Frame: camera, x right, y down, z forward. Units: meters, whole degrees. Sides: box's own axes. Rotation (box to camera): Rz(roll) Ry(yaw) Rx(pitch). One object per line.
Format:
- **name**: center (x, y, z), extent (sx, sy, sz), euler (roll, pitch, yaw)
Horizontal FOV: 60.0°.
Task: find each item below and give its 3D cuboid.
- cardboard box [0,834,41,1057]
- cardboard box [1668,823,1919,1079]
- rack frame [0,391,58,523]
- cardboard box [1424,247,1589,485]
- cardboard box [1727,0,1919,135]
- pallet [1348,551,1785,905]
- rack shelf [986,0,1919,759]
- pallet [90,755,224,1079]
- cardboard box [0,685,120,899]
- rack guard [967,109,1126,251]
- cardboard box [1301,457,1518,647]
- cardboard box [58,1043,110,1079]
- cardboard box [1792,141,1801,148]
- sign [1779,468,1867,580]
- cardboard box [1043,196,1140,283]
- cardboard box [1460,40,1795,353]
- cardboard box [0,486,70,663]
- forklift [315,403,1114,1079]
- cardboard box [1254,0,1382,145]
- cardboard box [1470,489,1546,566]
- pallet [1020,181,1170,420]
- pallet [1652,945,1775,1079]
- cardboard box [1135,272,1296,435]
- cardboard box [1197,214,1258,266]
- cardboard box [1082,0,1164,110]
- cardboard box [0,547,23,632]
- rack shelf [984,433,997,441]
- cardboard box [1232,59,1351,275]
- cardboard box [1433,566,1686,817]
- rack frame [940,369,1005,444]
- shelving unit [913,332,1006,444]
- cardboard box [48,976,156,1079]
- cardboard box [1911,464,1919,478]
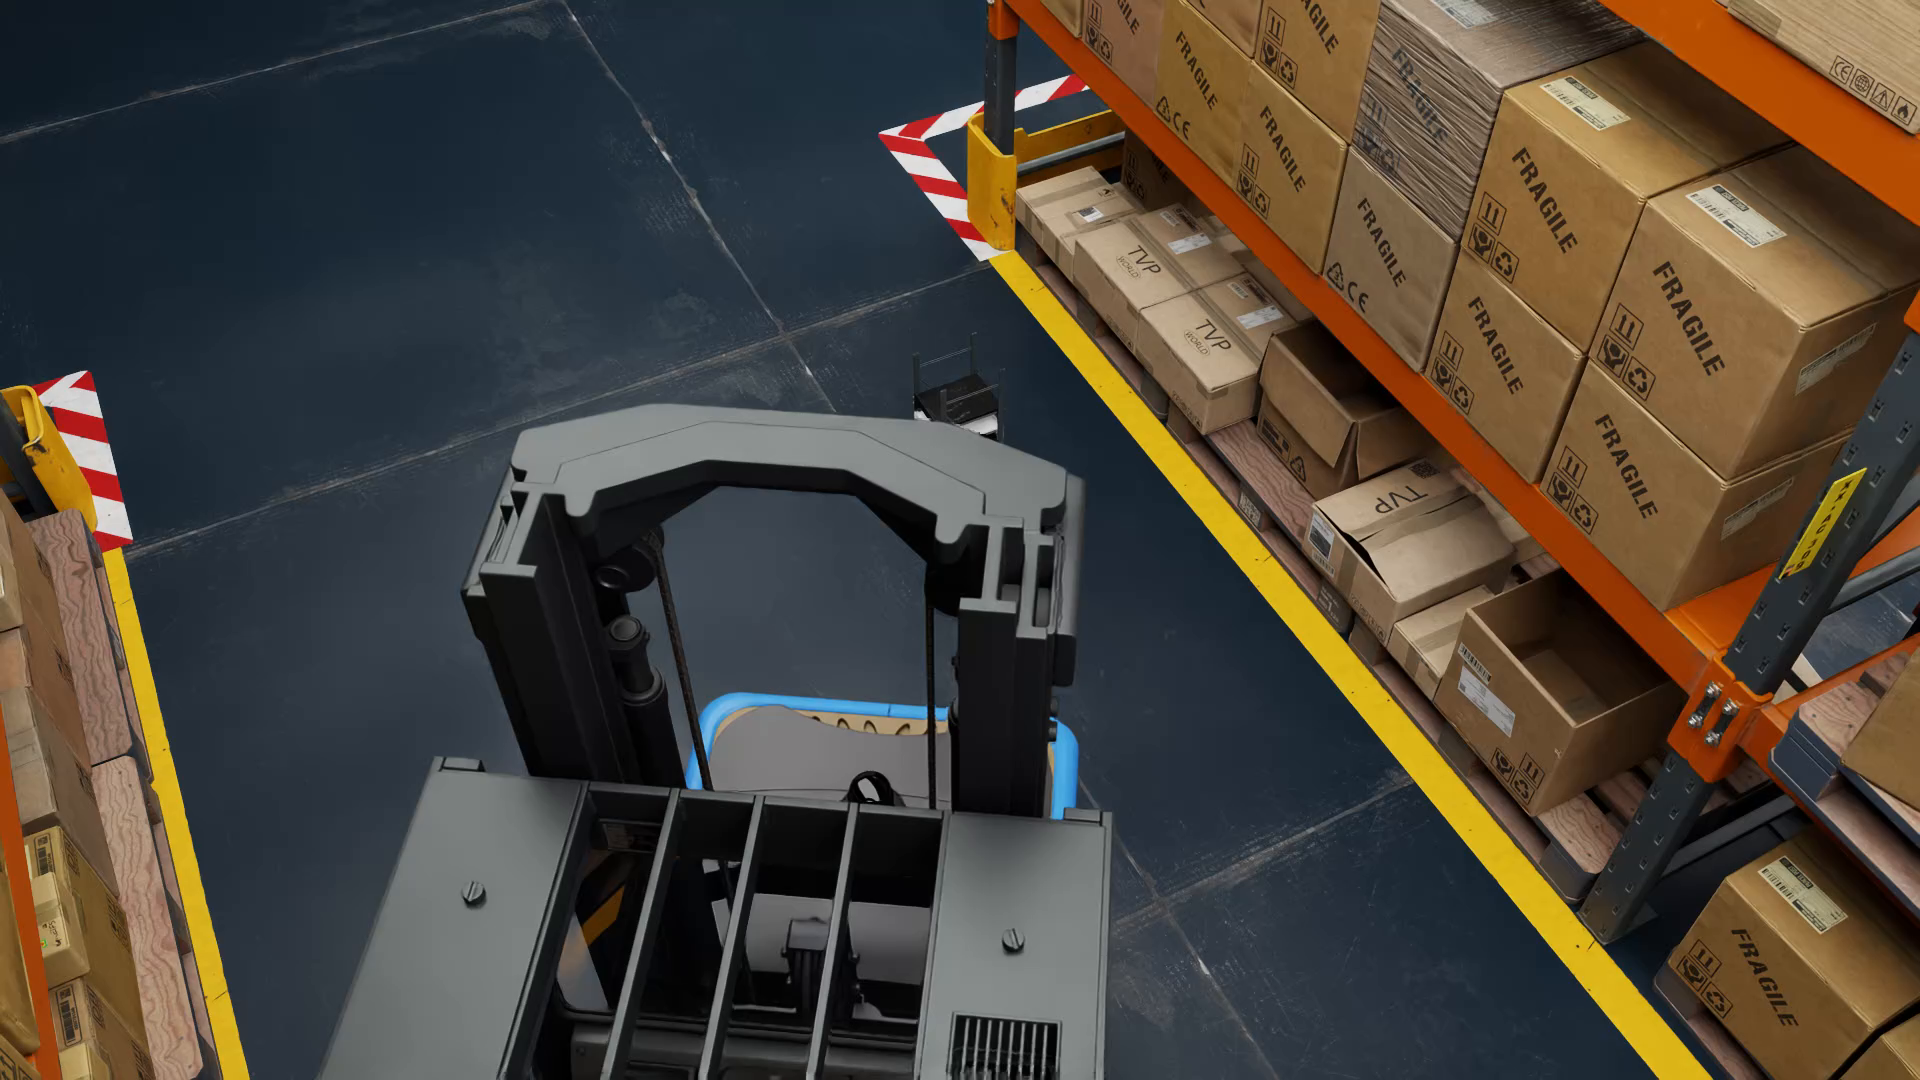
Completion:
- **cardboard box**: center (-2.562, 0.811, 3.349), extent (0.980, 0.700, 0.700), euler (-22, 53, -18)
- **cardboard box**: center (2.408, 1.146, 4.624), extent (0.500, 0.500, 0.500), euler (-23, 53, -19)
- **rack frame**: center (-3.830, -0.909, 5.052), extent (1.000, 3.000, 0.127), euler (-21, 52, -18)
- **cardboard box**: center (1.710, -0.564, 4.684), extent (0.500, 0.500, 0.500), euler (-20, 52, -17)
- **cardboard box**: center (1.945, -1.112, 3.337), extent (0.500, 0.250, 0.500), euler (-21, 52, -18)
- **pallet**: center (2.090, 0.518, 5.657), extent (1.003, 0.211, 1.213), euler (-21, 52, -18)
- **rack shelf**: center (1.488, -1.042, 5.646), extent (1.077, 0.370, 4.000), euler (-21, 52, -18)
- **pallet**: center (-2.840, 1.333, 4.944), extent (1.003, 0.211, 1.213), euler (-21, 52, -18)
- **cardboard box**: center (-2.961, 0.881, 4.868), extent (0.700, 0.500, 0.500), euler (-23, 53, -19)
- **rack guard**: center (0.608, -1.744, 7.443), extent (1.175, 0.500, 0.348), euler (-21, 52, -18)
- **cardboard box**: center (1.547, 0.015, 5.738), extent (0.500, 0.311, 0.500), euler (-21, 52, -18)
- **cardboard box**: center (-2.245, 1.412, 3.973), extent (0.380, 0.149, 0.250), euler (-20, 52, -16)
- **cardboard box**: center (2.202, -1.060, 4.453), extent (0.500, 0.500, 0.500), euler (-23, 53, -19)
- **sign**: center (1.925, -0.033, 3.711), extent (0.100, 0.325, 0.005), euler (-21, 52, -18)
- **cardboard box**: center (0.574, -1.263, 6.952), extent (0.380, 0.166, 0.250), euler (-21, 52, -18)
- **cardboard box**: center (1.705, -0.894, 4.308), extent (0.500, 0.500, 0.500), euler (-22, 52, -18)
- **cardboard box**: center (-3.420, 0.210, 5.455), extent (0.700, 0.500, 0.500), euler (-21, 52, -18)
- **forklift**: center (-0.328, 1.287, 3.177), extent (1.130, 2.935, 3.031), euler (4, 49, 4)
- **cardboard box**: center (1.246, -1.568, 4.898), extent (0.500, 0.500, 0.500), euler (-22, 52, -18)
- **cardboard box**: center (1.999, -0.083, 5.920), extent (0.380, 0.166, 0.250), euler (-21, 52, -18)
- **pallet**: center (0.974, -1.115, 7.085), extent (1.003, 0.211, 1.213), euler (-21, 52, -18)
- **pallet**: center (2.809, 1.509, 4.790), extent (1.003, 0.211, 1.213), euler (-21, 52, -18)
- **cardboard box**: center (1.027, -0.726, 6.427), extent (0.500, 0.250, 0.500), euler (-21, 52, -18)
- **cardboard box**: center (1.146, -1.248, 6.939), extent (0.380, 0.166, 0.250), euler (-21, 52, -18)
- **cardboard box**: center (0.783, -1.919, 5.869), extent (0.500, 0.500, 0.500), euler (-22, 52, -18)
- **cardboard box**: center (-3.082, 0.191, 5.041), extent (0.380, 0.149, 0.250), euler (-20, 52, -17)
- **rack shelf**: center (-0.004, -0.339, 5.873), extent (0.258, 0.077, 0.200), euler (-21, 52, -18)
- **cardboard box**: center (1.237, -1.247, 5.281), extent (0.500, 0.500, 0.500), euler (-21, 52, -17)
- **cardboard box**: center (1.891, 0.454, 5.228), extent (0.500, 0.500, 0.500), euler (-21, 52, -18)
- **rack frame**: center (0.043, -0.234, 5.857), extent (0.240, 0.900, 0.006), euler (-21, 52, -18)
- **shelving unit**: center (-0.004, -0.302, 5.916), extent (0.258, 0.900, 0.210), euler (-21, 52, -18)
- **cardboard box**: center (-2.477, 1.580, 4.257), extent (0.700, 0.500, 0.500), euler (-22, 52, -18)
- **cardboard box**: center (2.413, -0.408, 4.548), extent (0.500, 0.500, 0.500), euler (-20, 52, -17)
